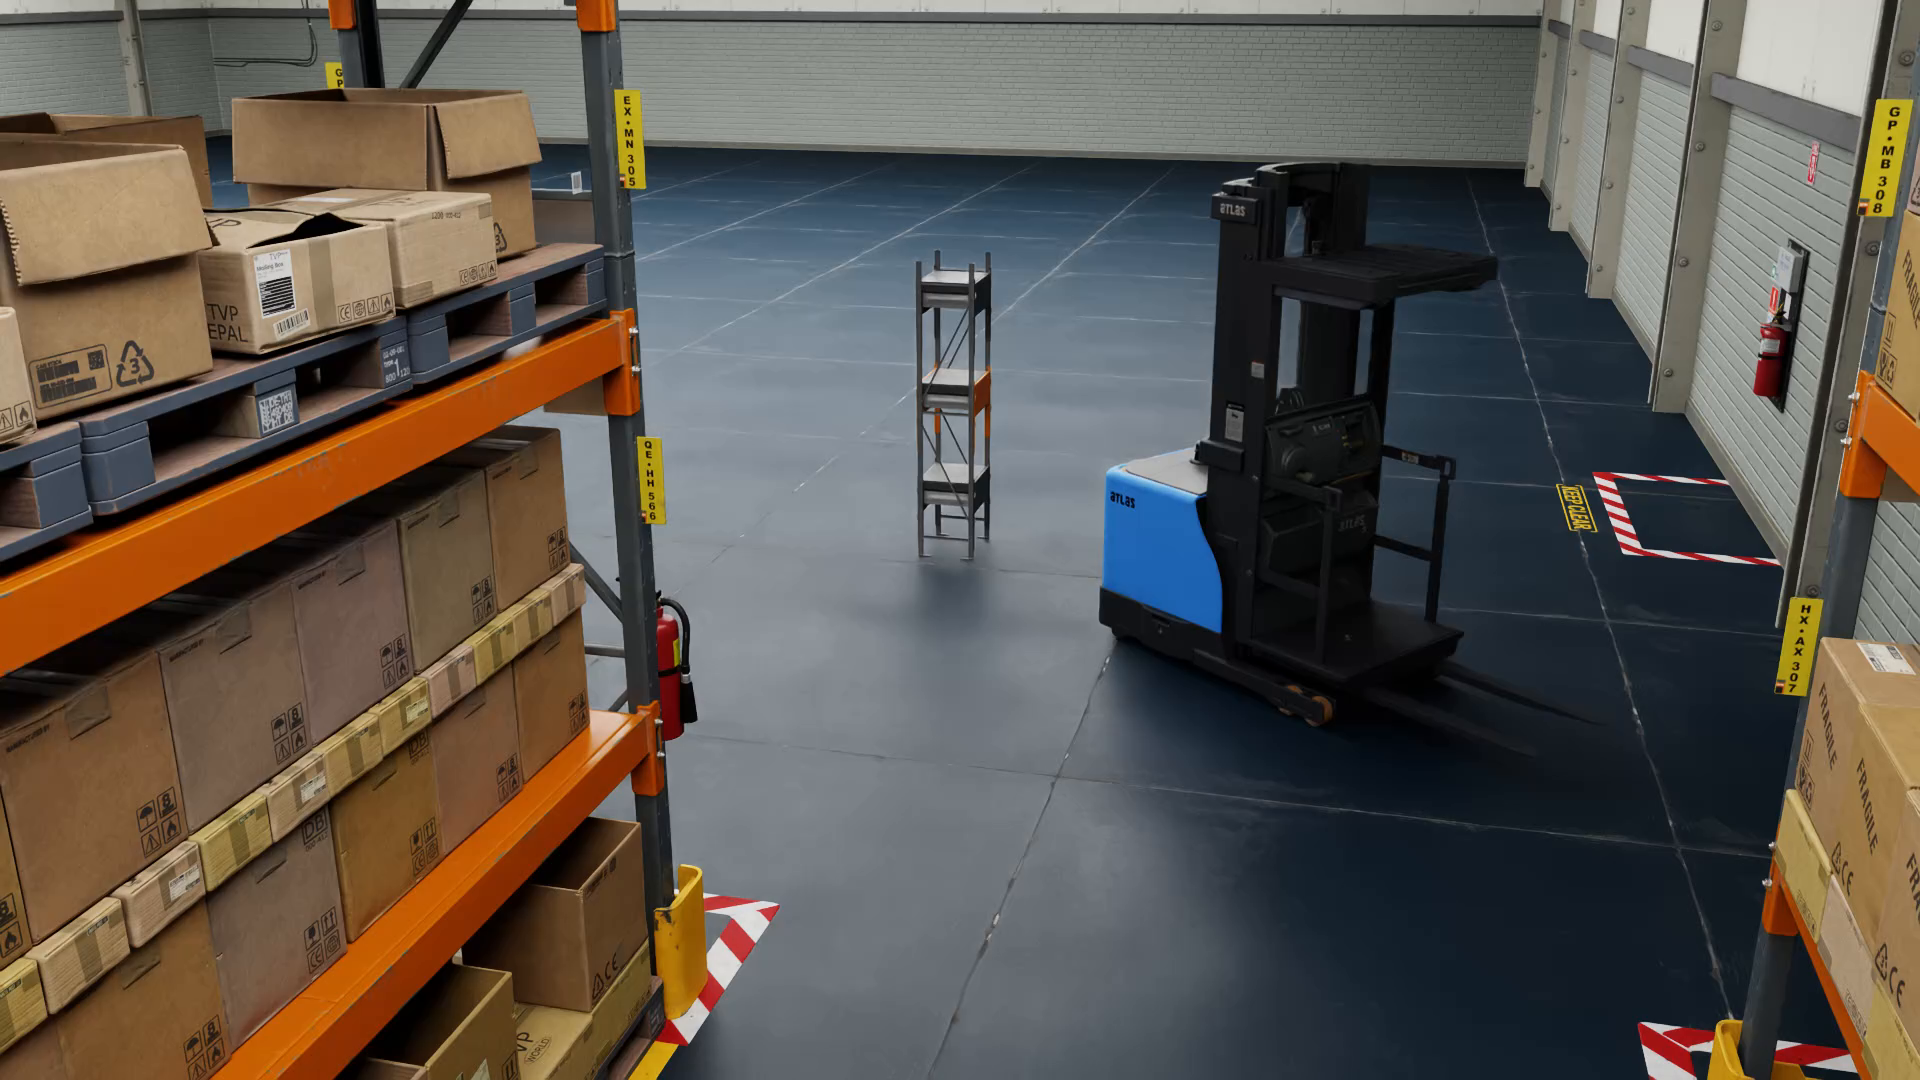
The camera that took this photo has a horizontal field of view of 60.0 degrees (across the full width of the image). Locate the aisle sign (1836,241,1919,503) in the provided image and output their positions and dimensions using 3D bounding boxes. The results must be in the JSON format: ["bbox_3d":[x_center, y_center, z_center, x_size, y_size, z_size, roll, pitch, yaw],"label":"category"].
[{"bbox_3d":[2.890,-0.487,4.952,0.394,0.787,0.004,5,19,13],"label":"aisle sign"}]

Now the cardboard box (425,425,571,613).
[{"bbox_3d":[-1.780,-0.100,5.679,0.700,0.500,0.500,5,19,14],"label":"cardboard box"}]

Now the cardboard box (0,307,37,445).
[{"bbox_3d":[-2.108,-0.296,3.044,0.500,0.311,0.500,4,19,10],"label":"cardboard box"}]

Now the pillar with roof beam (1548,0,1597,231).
[{"bbox_3d":[5.521,-9.624,26.443,9.100,9.000,0.400,5,19,13],"label":"pillar with roof beam"}]

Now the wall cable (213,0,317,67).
[{"bbox_3d":[-17.382,-13.002,41.136,3.097,2.526,0.112,5,19,13],"label":"wall cable"}]

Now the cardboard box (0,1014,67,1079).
[{"bbox_3d":[-2.393,1.300,3.586,0.700,0.500,0.500,4,19,13],"label":"cardboard box"}]

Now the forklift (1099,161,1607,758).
[{"bbox_3d":[2.188,-0.540,9.234,1.130,2.935,3.031,-15,24,-36],"label":"forklift"}]

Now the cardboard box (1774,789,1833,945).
[{"bbox_3d":[2.736,0.978,4.883,0.500,0.250,0.500,4,19,12],"label":"cardboard box"}]

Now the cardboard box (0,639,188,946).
[{"bbox_3d":[-2.271,0.537,3.814,0.700,0.500,0.500,5,19,13],"label":"cardboard box"}]

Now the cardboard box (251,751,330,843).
[{"bbox_3d":[-1.926,0.666,4.439,0.380,0.149,0.250,4,19,13],"label":"cardboard box"}]

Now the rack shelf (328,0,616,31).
[{"bbox_3d":[-2.130,-1.283,3.754,1.077,0.370,4.000,5,19,13],"label":"rack shelf"}]

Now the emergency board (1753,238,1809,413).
[{"bbox_3d":[5.938,-1.575,12.159,0.194,1.169,0.643,5,19,13],"label":"emergency board"}]

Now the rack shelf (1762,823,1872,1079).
[{"bbox_3d":[2.675,1.756,3.518,1.077,0.370,4.000,5,19,13],"label":"rack shelf"}]

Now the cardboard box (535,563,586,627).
[{"bbox_3d":[-1.550,0.180,5.863,0.380,0.149,0.250,4,19,12],"label":"cardboard box"}]

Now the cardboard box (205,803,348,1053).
[{"bbox_3d":[-2.143,0.983,4.516,0.700,0.500,0.500,5,20,15],"label":"cardboard box"}]

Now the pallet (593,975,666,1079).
[{"bbox_3d":[-1.787,1.962,6.118,1.003,0.211,1.213,5,19,13],"label":"pallet"}]

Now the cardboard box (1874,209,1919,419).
[{"bbox_3d":[2.839,-0.602,4.483,0.500,0.500,0.500,5,20,15],"label":"cardboard box"}]

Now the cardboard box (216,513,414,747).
[{"bbox_3d":[-2.026,0.223,4.732,0.700,0.500,0.500,5,19,14],"label":"cardboard box"}]

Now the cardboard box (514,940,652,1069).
[{"bbox_3d":[-1.485,1.693,6.195,0.500,0.250,0.500,5,19,13],"label":"cardboard box"}]

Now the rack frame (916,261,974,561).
[{"bbox_3d":[-0.100,-0.865,11.472,0.400,2.100,0.015,5,19,13],"label":"rack frame"}]

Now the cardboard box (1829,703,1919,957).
[{"bbox_3d":[2.625,0.776,4.317,0.500,0.500,0.500,5,19,14],"label":"cardboard box"}]

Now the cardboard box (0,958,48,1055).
[{"bbox_3d":[-2.179,0.988,3.497,0.380,0.149,0.250,4,19,13],"label":"cardboard box"}]

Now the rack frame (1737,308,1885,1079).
[{"bbox_3d":[3.164,0.789,5.237,1.000,3.000,0.127,5,19,13],"label":"rack frame"}]

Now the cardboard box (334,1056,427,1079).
[{"bbox_3d":[-1.837,1.809,4.693,0.500,0.500,0.500,5,19,13],"label":"cardboard box"}]

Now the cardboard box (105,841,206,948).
[{"bbox_3d":[-2.054,0.825,3.972,0.380,0.149,0.250,4,19,12],"label":"cardboard box"}]

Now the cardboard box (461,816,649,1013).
[{"bbox_3d":[-1.483,1.338,6.073,0.500,0.500,0.500,5,19,13],"label":"cardboard box"}]

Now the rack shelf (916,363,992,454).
[{"bbox_3d":[-0.040,-0.929,11.701,0.431,0.518,0.480,5,19,13],"label":"rack shelf"}]

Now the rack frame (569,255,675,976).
[{"bbox_3d":[-1.641,0.399,6.379,1.000,3.000,0.127,5,19,13],"label":"rack frame"}]

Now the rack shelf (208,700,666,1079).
[{"bbox_3d":[-2.130,1.366,4.660,1.077,0.370,4.000,5,19,13],"label":"rack shelf"}]

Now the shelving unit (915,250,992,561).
[{"bbox_3d":[-0.040,-0.942,11.696,0.431,2.100,0.503,5,19,13],"label":"shelving unit"}]

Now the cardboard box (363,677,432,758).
[{"bbox_3d":[-1.802,0.503,4.916,0.380,0.149,0.250,5,20,15],"label":"cardboard box"}]

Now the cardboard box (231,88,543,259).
[{"bbox_3d":[-1.785,-1.154,5.260,0.797,0.503,0.637,6,20,17],"label":"cardboard box"}]

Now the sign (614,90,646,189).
[{"bbox_3d":[-1.118,-1.355,5.625,0.100,0.325,0.005,5,19,13],"label":"sign"}]

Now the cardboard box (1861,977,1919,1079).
[{"bbox_3d":[2.493,1.302,3.937,0.500,0.250,0.500,4,19,13],"label":"cardboard box"}]

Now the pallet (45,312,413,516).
[{"bbox_3d":[-2.135,-0.375,4.142,1.003,0.211,1.213,5,19,13],"label":"pallet"}]

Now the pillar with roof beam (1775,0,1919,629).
[{"bbox_3d":[1.123,-3.983,9.926,9.100,9.000,0.400,5,19,13],"label":"pillar with roof beam"}]

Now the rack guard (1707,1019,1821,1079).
[{"bbox_3d":[3.145,1.996,5.571,1.175,0.500,0.348,5,19,13],"label":"rack guard"}]

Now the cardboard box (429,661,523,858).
[{"bbox_3d":[-1.891,0.662,5.454,0.700,0.500,0.500,5,20,15],"label":"cardboard box"}]

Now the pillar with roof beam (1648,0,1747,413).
[{"bbox_3d":[2.589,-5.863,15.432,9.100,9.000,0.400,5,19,13],"label":"pillar with roof beam"}]

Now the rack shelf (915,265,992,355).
[{"bbox_3d":[-0.040,-1.591,11.474,0.431,0.518,0.480,5,19,13],"label":"rack shelf"}]

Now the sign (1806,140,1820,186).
[{"bbox_3d":[6.037,-2.667,11.769,0.001,0.298,0.199,5,19,13],"label":"sign"}]

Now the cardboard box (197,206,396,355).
[{"bbox_3d":[-1.802,-0.687,4.190,0.500,0.311,0.500,7,20,20],"label":"cardboard box"}]

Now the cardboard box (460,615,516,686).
[{"bbox_3d":[-1.675,0.342,5.388,0.380,0.149,0.250,4,19,13],"label":"cardboard box"}]

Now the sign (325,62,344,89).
[{"bbox_3d":[-2.178,-1.517,5.873,0.100,0.325,0.005,5,19,13],"label":"sign"}]

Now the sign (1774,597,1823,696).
[{"bbox_3d":[2.637,0.337,5.222,0.100,0.325,0.005,5,19,13],"label":"sign"}]
